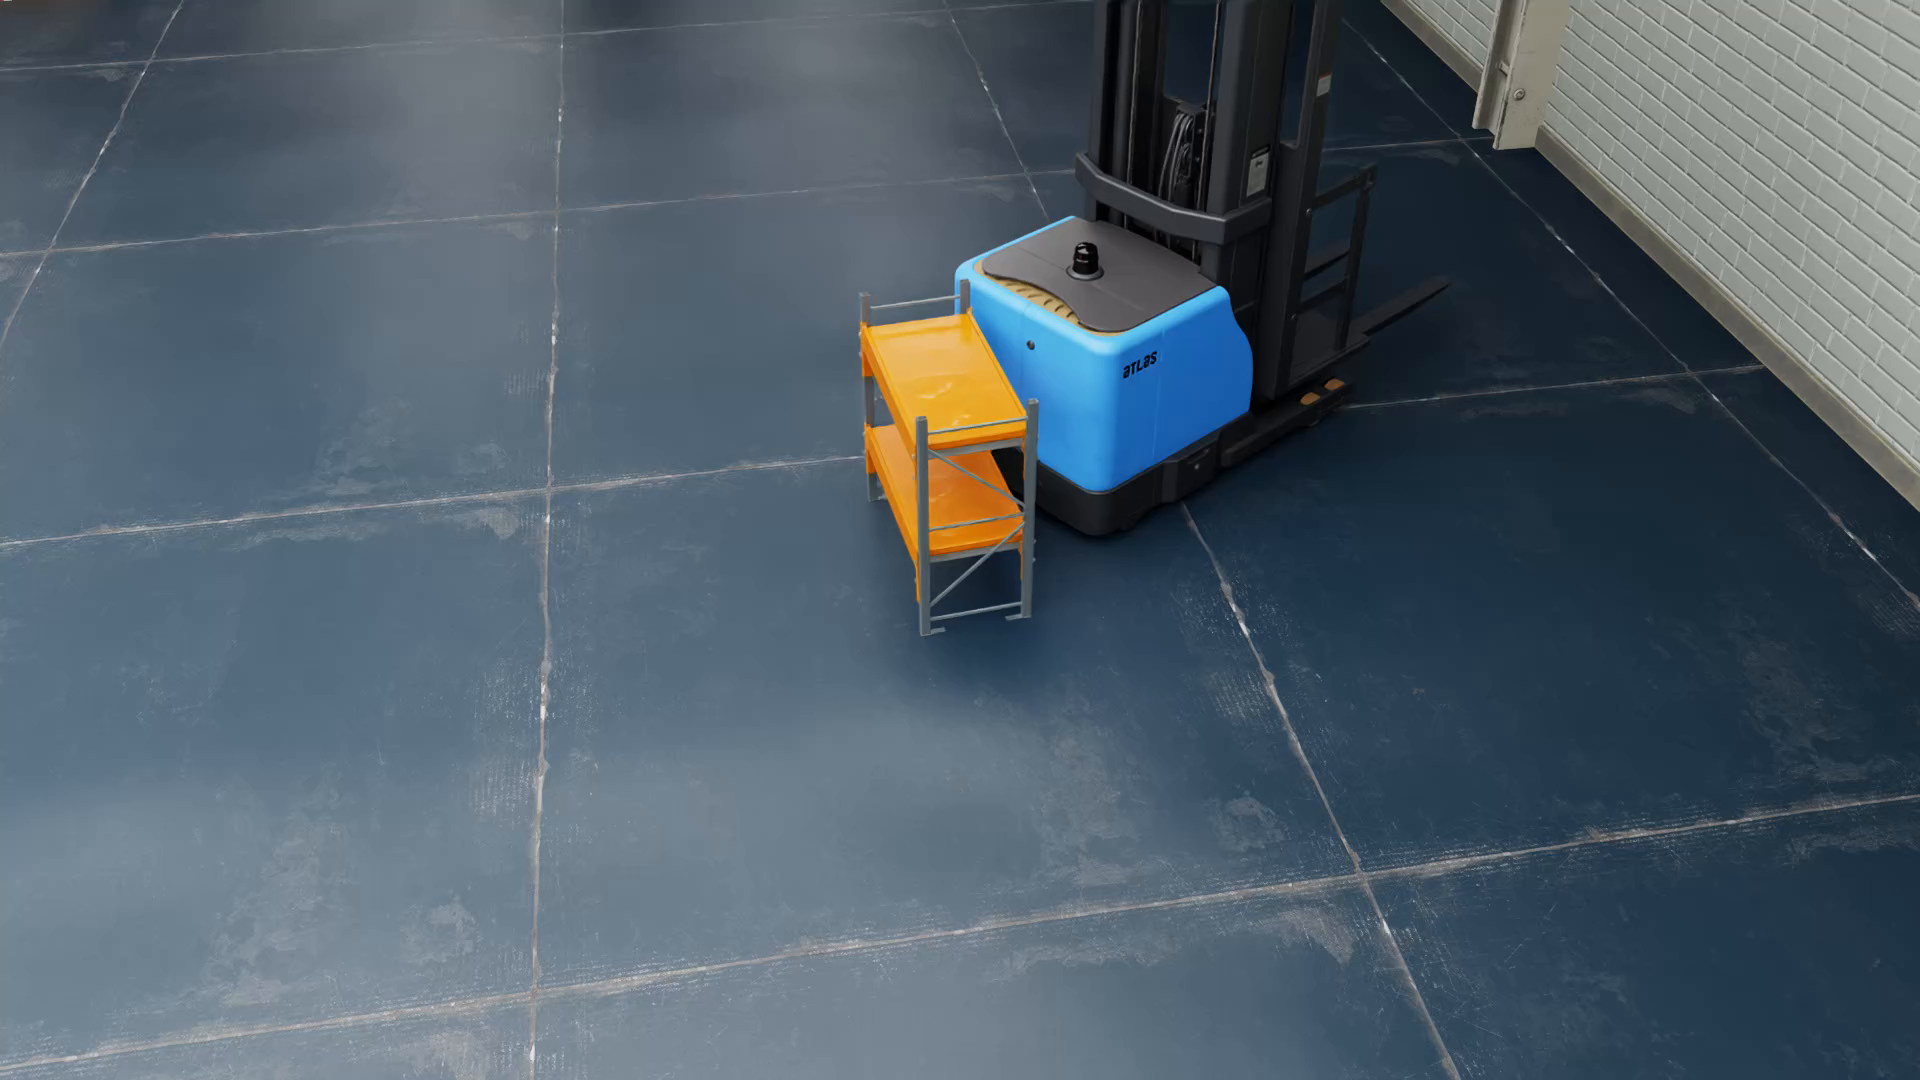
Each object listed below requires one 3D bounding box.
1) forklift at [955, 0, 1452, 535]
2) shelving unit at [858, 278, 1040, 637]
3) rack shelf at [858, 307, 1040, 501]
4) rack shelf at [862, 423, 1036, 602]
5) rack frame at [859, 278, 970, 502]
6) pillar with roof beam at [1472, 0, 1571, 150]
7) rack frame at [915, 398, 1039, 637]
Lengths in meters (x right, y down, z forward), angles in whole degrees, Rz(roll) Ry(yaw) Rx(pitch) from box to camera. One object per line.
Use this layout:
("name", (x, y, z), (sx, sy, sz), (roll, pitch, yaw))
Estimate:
("forklift", (1.391, -1.956, 7.879), (3.031, 2.935, 1.130), (-29, 46, -32))
("shelving unit", (-0.065, -0.373, 7.314), (0.538, 1.125, 1.048), (-10, 39, -12))
("rack shelf", (-0.065, -0.604, 7.134), (0.538, 0.278, 1.000), (-10, 39, -12))
("rack shelf", (-0.065, -0.180, 7.464), (0.538, 0.278, 1.000), (-10, 39, -12))
("rack frame", (-0.199, -0.674, 7.701), (0.500, 1.125, 0.032), (-10, 39, -12))
("pillar with roof beam", (-0.543, -5.832, 7.922), (9.100, 9.000, 0.400), (-6, 38, -8))
("rack frame", (0.069, -0.072, 6.926), (0.500, 1.125, 0.032), (-10, 39, -12))
